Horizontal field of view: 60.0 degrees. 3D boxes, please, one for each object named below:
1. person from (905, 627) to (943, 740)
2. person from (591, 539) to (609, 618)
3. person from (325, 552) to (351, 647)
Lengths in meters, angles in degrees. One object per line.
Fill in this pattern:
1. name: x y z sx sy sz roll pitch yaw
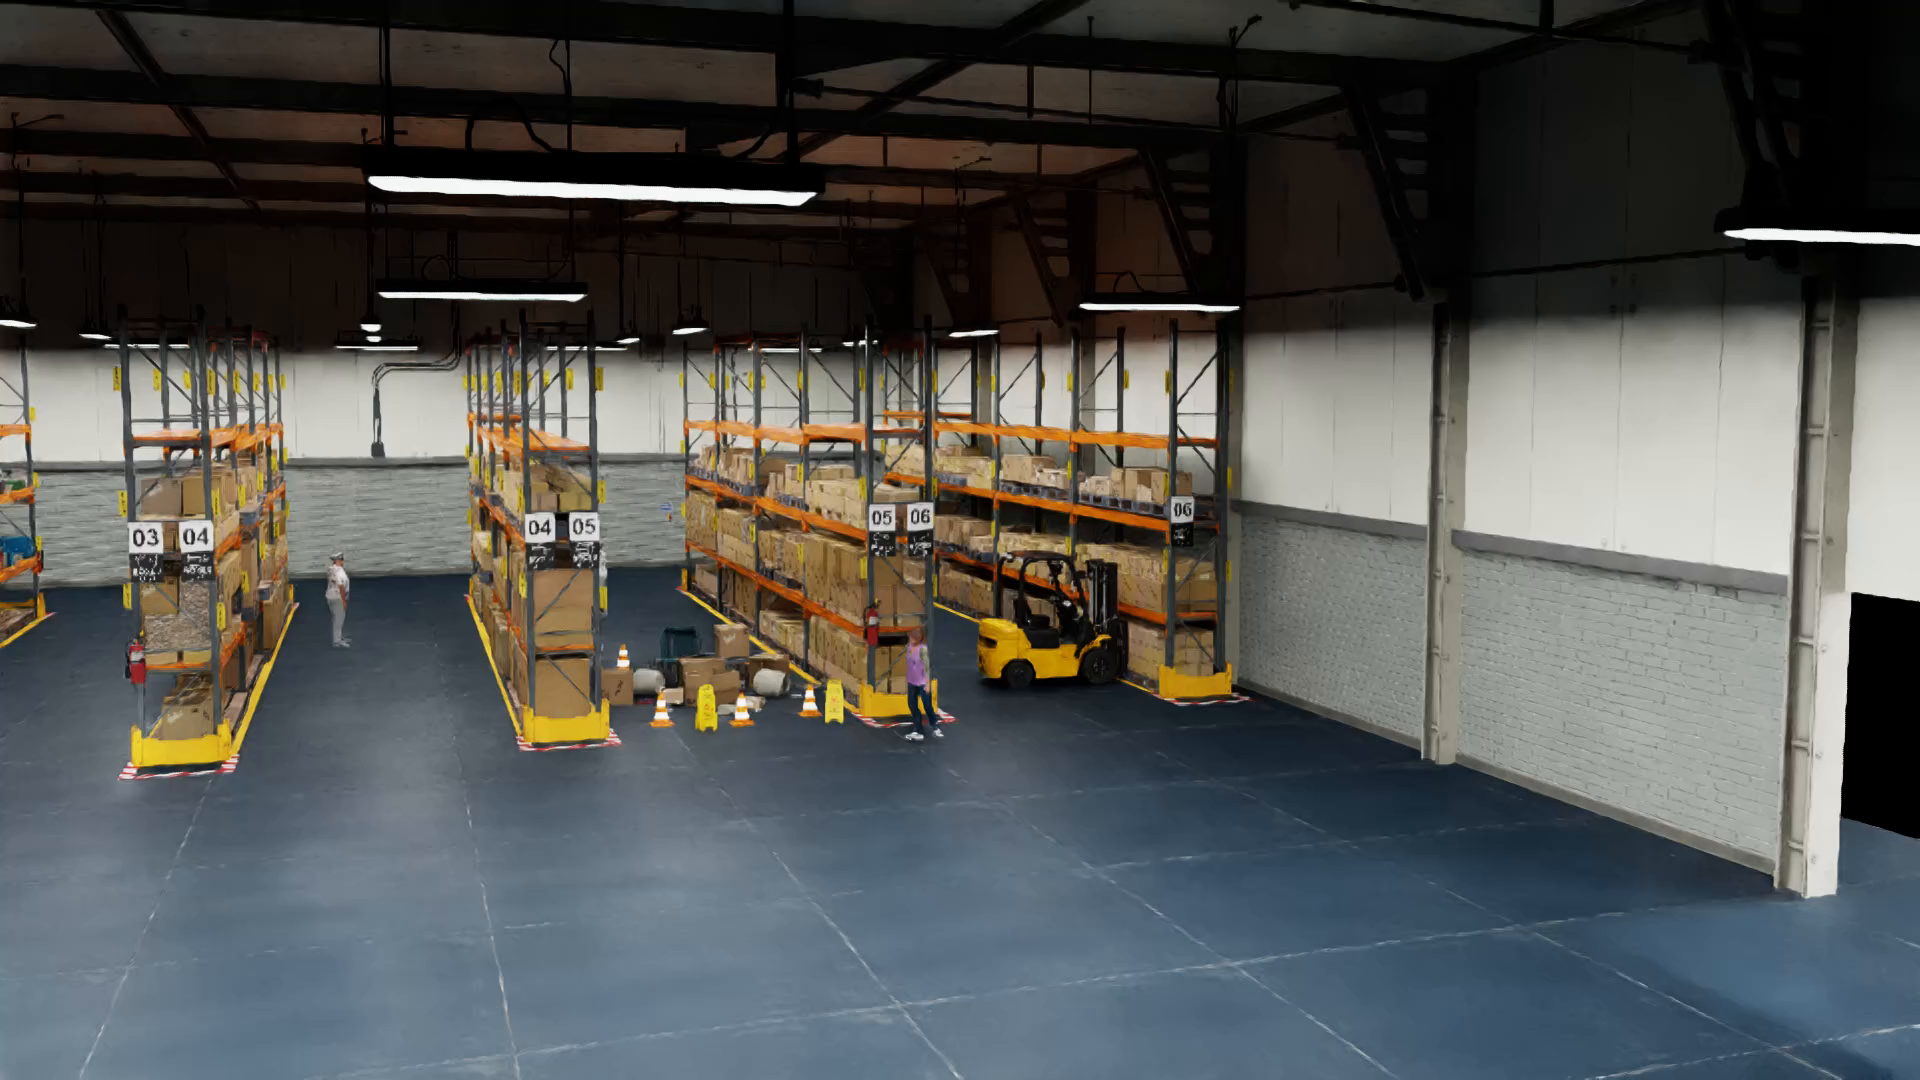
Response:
1. person: -0.520 2.006 23.367 0.484 1.587 0.514 -5 7 -43
2. person: -7.695 0.806 35.382 0.520 1.672 0.560 1 6 11
3. person: -11.761 1.120 31.561 0.492 1.767 0.625 -5 7 -41
